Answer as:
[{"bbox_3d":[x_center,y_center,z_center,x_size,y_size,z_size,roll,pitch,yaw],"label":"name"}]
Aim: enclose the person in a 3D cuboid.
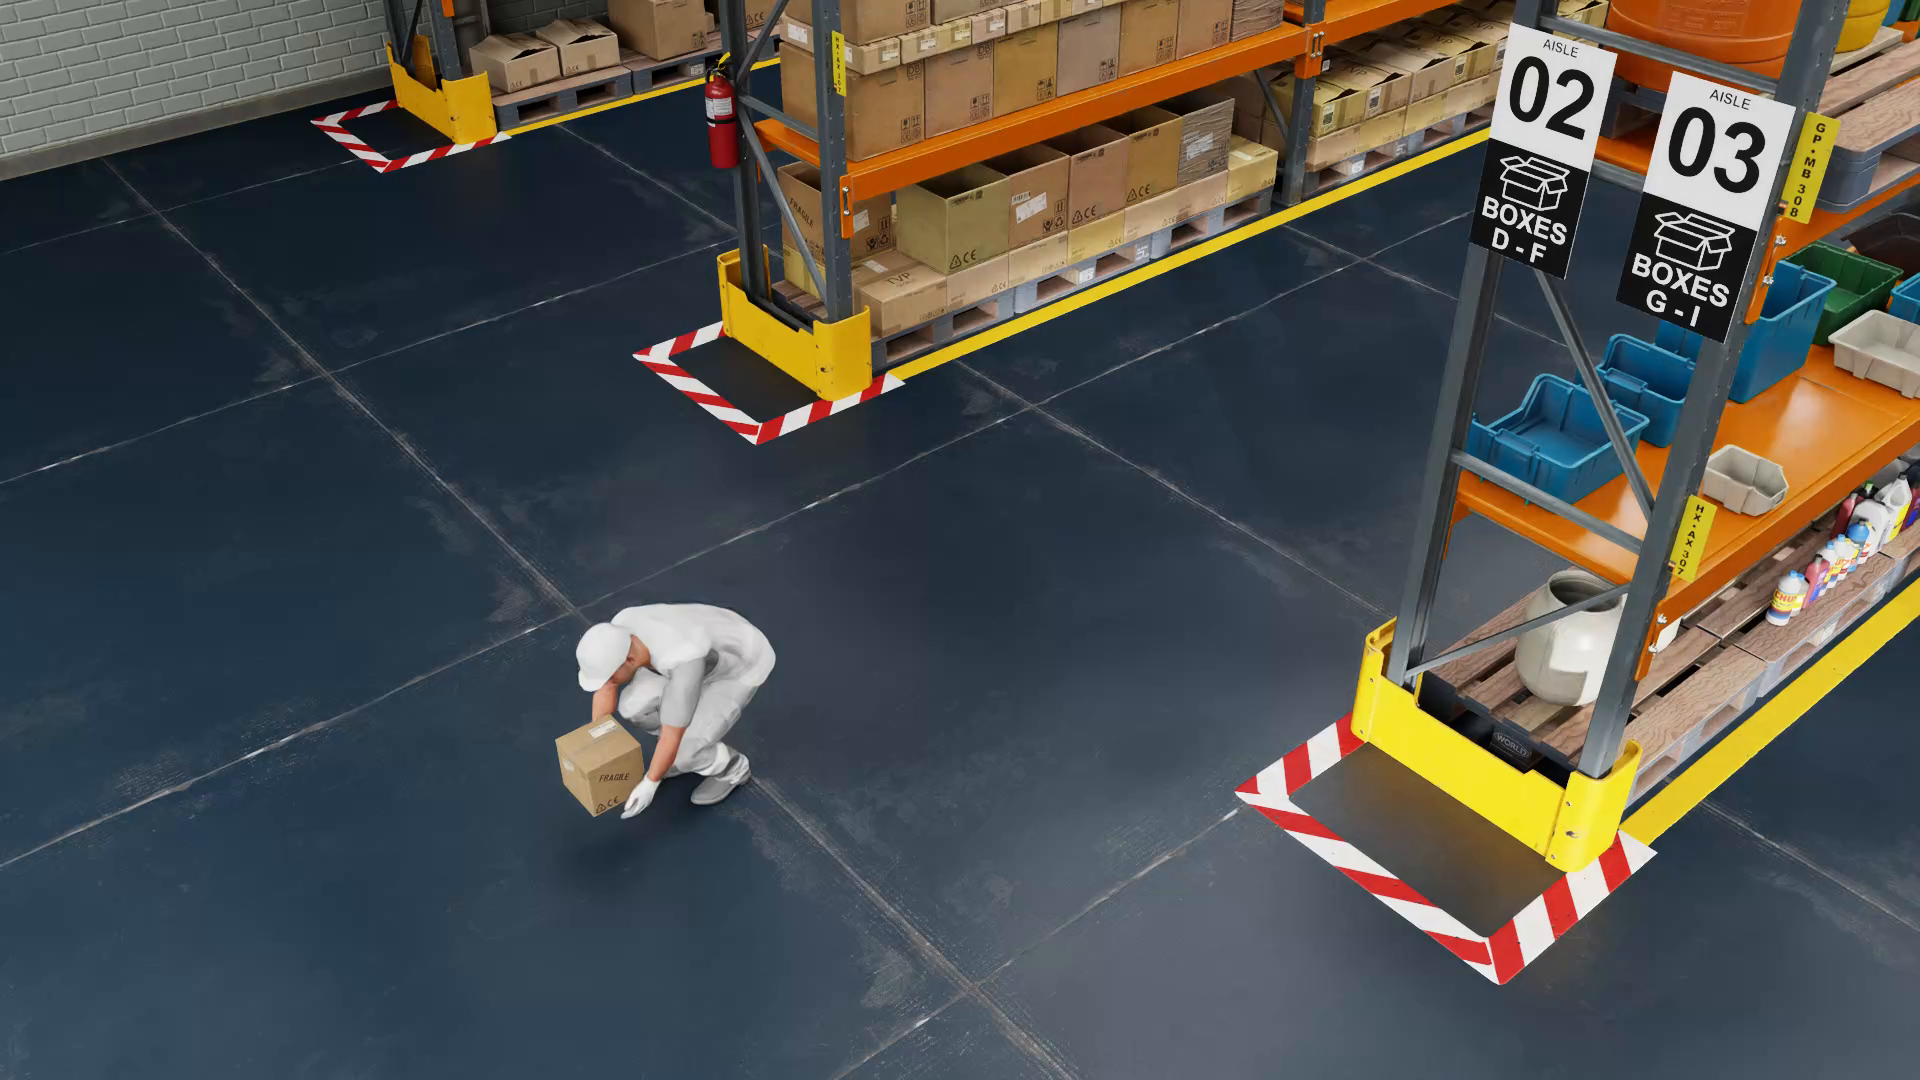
[{"bbox_3d":[-1.150,0.634,6.806,0.867,1.056,0.570,-26,43,-32],"label":"person"}]
